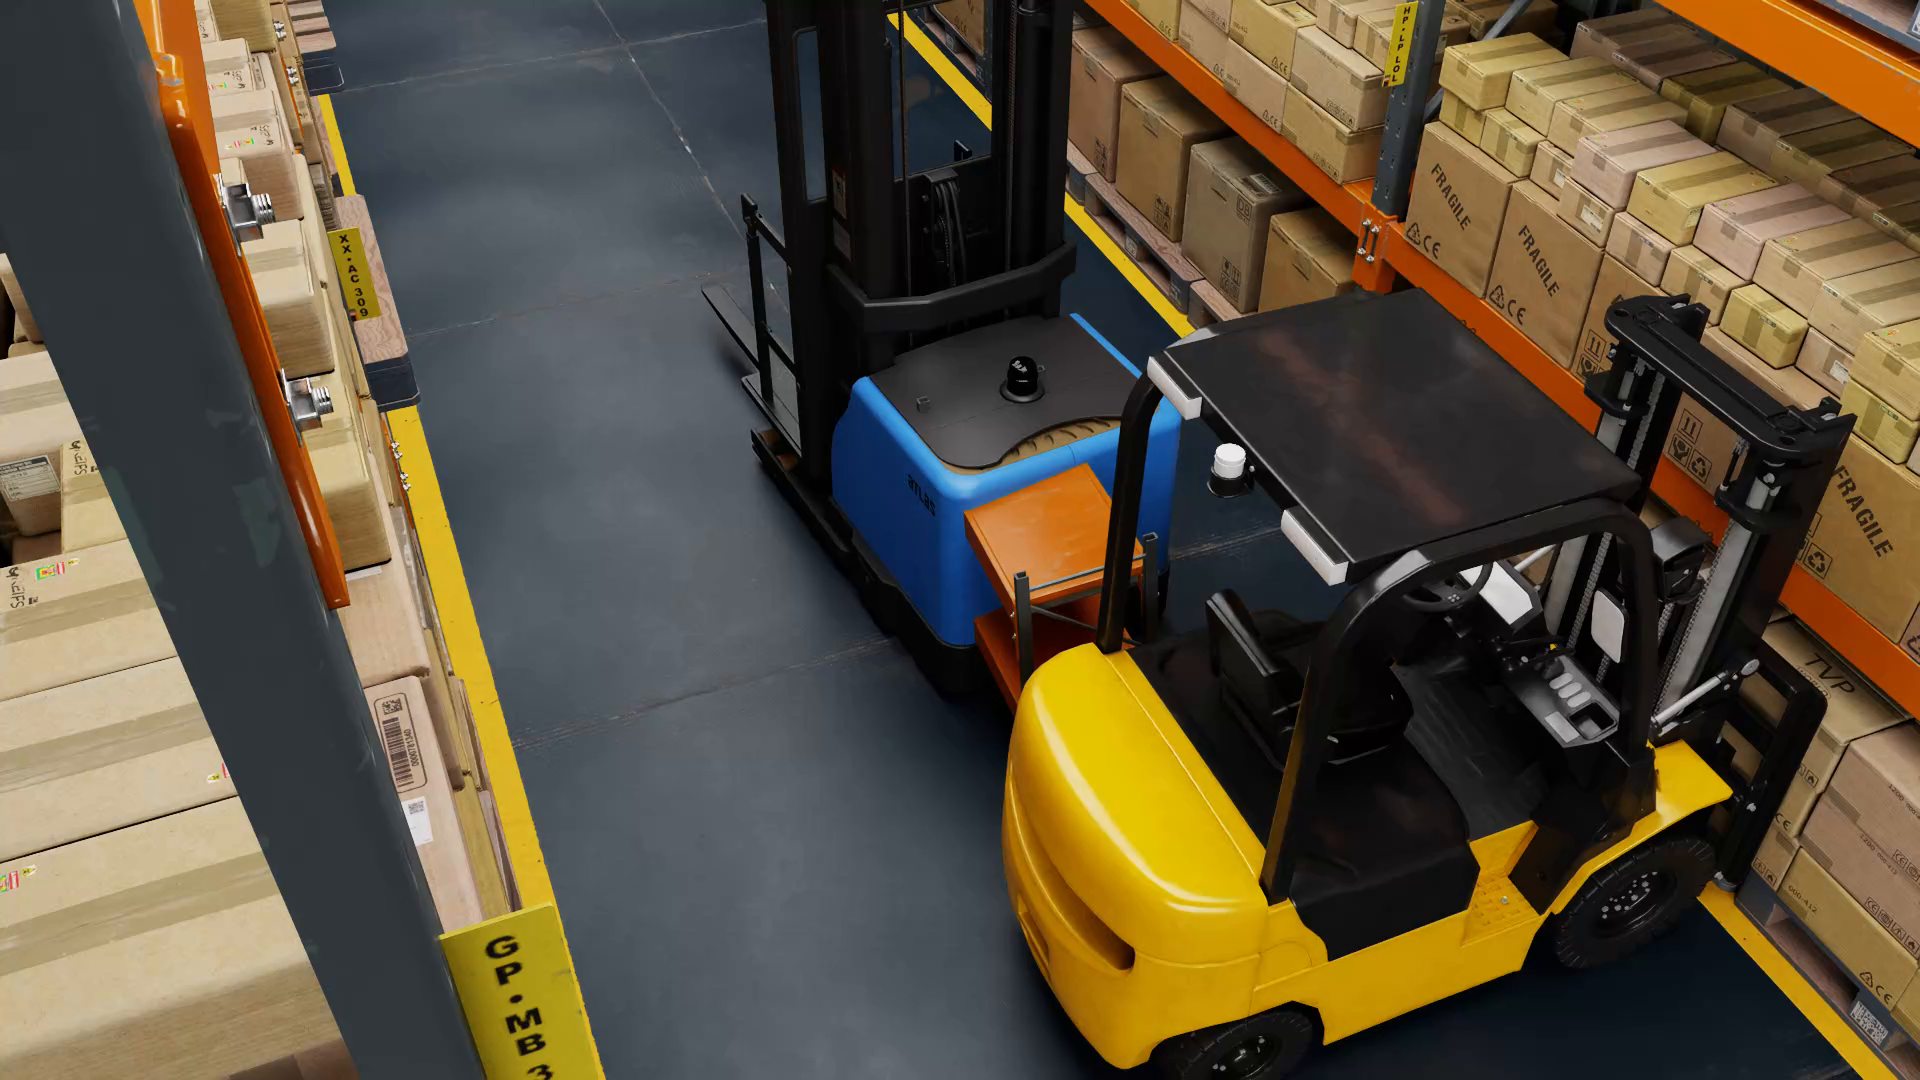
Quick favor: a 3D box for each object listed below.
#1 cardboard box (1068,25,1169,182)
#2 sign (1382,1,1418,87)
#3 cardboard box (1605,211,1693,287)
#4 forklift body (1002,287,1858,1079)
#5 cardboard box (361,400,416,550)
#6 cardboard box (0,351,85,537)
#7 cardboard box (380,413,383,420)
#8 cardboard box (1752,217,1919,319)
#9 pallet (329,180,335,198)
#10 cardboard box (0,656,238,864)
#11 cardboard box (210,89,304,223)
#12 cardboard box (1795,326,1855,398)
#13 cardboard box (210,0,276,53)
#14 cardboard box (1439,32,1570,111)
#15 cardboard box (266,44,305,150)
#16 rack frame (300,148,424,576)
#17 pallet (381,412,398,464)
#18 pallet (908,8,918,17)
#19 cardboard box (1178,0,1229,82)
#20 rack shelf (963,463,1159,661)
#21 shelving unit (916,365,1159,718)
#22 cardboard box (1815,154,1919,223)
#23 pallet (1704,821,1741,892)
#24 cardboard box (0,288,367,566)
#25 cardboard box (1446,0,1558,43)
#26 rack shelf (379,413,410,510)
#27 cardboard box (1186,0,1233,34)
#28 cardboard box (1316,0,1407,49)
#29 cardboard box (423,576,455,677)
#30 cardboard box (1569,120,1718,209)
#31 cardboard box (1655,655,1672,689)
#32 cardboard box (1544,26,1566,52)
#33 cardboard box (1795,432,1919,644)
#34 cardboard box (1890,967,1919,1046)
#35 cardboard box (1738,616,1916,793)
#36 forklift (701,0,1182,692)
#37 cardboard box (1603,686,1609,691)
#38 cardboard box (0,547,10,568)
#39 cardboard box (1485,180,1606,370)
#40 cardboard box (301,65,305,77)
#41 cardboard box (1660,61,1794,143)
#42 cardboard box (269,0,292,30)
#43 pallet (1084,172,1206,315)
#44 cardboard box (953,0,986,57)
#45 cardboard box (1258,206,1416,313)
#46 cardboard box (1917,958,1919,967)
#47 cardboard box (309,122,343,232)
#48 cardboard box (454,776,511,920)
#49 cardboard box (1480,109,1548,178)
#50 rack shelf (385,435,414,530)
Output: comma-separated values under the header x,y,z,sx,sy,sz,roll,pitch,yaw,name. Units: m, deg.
x,y,z,sx,sy,sz,roll,pitch,yaw,name
1.122,-2.507,9.364,0.875,0.625,0.625,-14,43,-15,cardboard box
1.671,-1.878,6.305,0.100,0.325,0.005,-15,43,-17,sign
2.399,-1.005,5.544,0.380,0.149,0.250,-16,43,-17,cardboard box
1.288,0.434,5.095,2.313,2.155,1.214,-15,43,-17,forklift body
-1.812,-0.006,4.651,0.500,0.500,0.500,-14,43,-15,cardboard box
-1.193,-0.178,2.437,0.380,0.149,0.250,-15,43,-17,cardboard box
-2.897,-0.280,6.968,0.950,0.372,0.625,-13,42,-14,cardboard box
2.695,-0.838,5.122,0.380,0.149,0.250,-15,43,-17,cardboard box
-3.151,-1.524,6.869,1.003,0.211,1.213,-15,43,-17,pallet
-0.944,0.283,1.901,0.380,0.149,0.250,-15,43,-17,cardboard box
-1.411,-0.667,3.006,0.380,0.149,0.250,-15,43,-16,cardboard box
2.782,-0.563,5.029,0.380,0.149,0.250,-15,43,-17,cardboard box
-1.685,-1.137,3.552,0.380,0.149,0.250,-14,43,-16,cardboard box
2.017,-1.740,6.171,0.380,0.149,0.250,-14,43,-16,cardboard box
-1.804,-1.060,3.768,0.500,0.250,0.500,-16,43,-18,cardboard box
-2.415,-0.369,5.379,1.000,3.000,0.127,-15,43,-17,rack frame
-3.185,-0.517,7.689,1.003,0.211,1.213,-15,43,-17,pallet
-0.075,-4.155,11.920,1.003,0.211,1.213,-15,43,-17,pallet
1.375,-2.399,7.855,0.500,0.250,0.500,-15,43,-17,cardboard box
0.265,-0.064,5.984,0.538,0.278,1.000,-16,43,-12,rack shelf
0.285,0.152,6.181,0.538,1.125,1.048,-16,43,-12,shelving unit
3.031,-1.110,5.438,0.380,0.149,0.250,-16,43,-17,cardboard box
2.905,0.673,6.305,1.003,0.211,1.213,-15,43,-17,pallet
-1.236,-0.133,2.691,0.500,0.250,0.500,-14,43,-16,cardboard box
2.233,-2.159,6.886,0.380,0.149,0.250,-16,43,-18,cardboard box
-3.181,-1.301,7.014,1.077,0.370,4.000,-15,43,-17,rack shelf
1.351,-2.592,7.695,0.500,0.250,0.500,-14,43,-16,cardboard box
1.718,-2.195,6.928,0.380,0.149,0.250,-16,43,-17,cardboard box
-1.941,0.519,5.557,0.500,0.500,0.500,-16,43,-17,cardboard box
2.310,-1.273,5.628,0.380,0.149,0.250,-14,43,-16,cardboard box
2.638,0.366,5.928,0.500,0.250,0.500,-15,43,-17,cardboard box
2.212,-2.112,7.137,0.500,0.250,0.500,-16,43,-18,cardboard box
2.882,-0.092,4.980,0.500,0.500,0.500,-16,43,-18,cardboard box
3.228,1.479,5.016,0.500,0.250,0.500,-15,43,-17,cardboard box
2.832,0.497,5.392,0.500,0.250,0.500,-15,43,-16,cardboard box
-0.298,-1.472,6.714,1.130,2.935,3.031,-19,44,-21,forklift
2.644,0.566,6.078,0.500,0.250,0.500,-14,43,-16,cardboard box
-1.724,-0.009,2.546,0.500,0.250,0.500,-14,43,-16,cardboard box
2.312,-1.006,6.042,0.500,0.500,0.500,-14,43,-16,cardboard box
-3.089,-2.104,7.267,0.380,0.149,0.250,-14,43,-16,cardboard box
2.742,-1.572,5.975,0.380,0.149,0.250,-15,43,-17,cardboard box
-2.905,-1.943,6.582,0.500,0.500,0.500,-17,43,-19,cardboard box
1.380,-1.723,9.091,1.003,0.211,1.213,-15,43,-17,pallet
0.278,-3.432,10.535,0.500,0.500,0.500,-14,43,-16,cardboard box
1.959,-1.180,7.821,0.875,0.625,0.625,-13,42,-15,cardboard box
3.224,1.278,4.866,0.500,0.250,0.500,-16,43,-17,cardboard box
-2.330,-1.033,5.524,0.500,0.500,0.500,-14,43,-16,cardboard box
-1.207,0.917,3.578,0.500,0.500,0.500,-16,43,-18,cardboard box
2.149,-1.480,6.097,0.380,0.149,0.250,-14,43,-16,cardboard box
-1.650,1.108,4.212,1.077,0.370,4.000,-15,43,-17,rack shelf
